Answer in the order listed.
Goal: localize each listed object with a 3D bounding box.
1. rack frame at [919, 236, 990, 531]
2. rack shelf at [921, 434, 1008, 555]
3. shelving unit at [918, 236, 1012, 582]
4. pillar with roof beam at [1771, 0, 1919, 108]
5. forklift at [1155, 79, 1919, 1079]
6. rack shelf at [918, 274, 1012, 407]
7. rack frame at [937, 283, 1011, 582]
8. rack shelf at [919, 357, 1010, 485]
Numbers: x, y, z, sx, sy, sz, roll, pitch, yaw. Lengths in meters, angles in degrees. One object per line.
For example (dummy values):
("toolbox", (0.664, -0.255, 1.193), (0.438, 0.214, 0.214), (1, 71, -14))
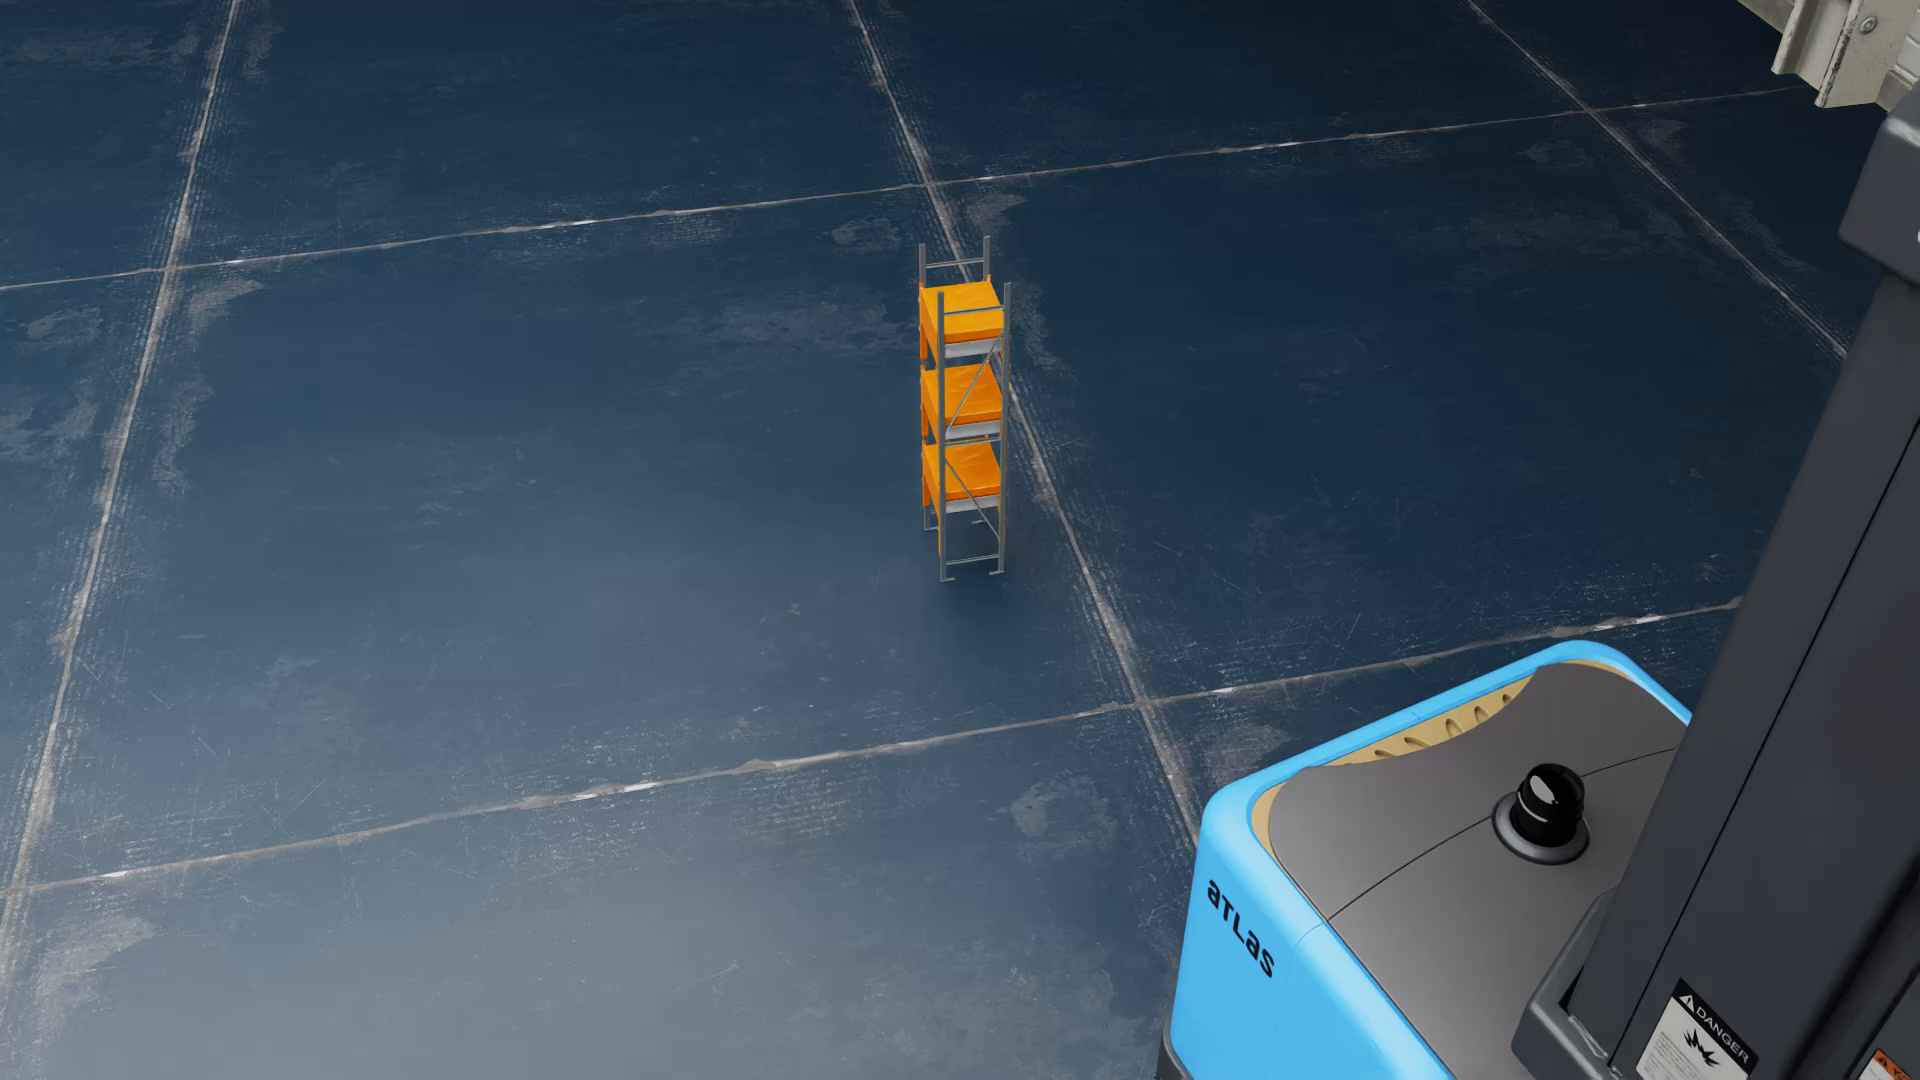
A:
("rack frame", (-0.015, -0.437, 4.951), (0.200, 1.050, 0.008), (-8, 42, -9))
("rack shelf", (0.012, -0.142, 5.054), (0.215, 0.259, 0.240), (-8, 42, -9))
("shelving unit", (0.012, -0.358, 4.862), (0.215, 1.050, 0.252), (-8, 42, -9))
("pillar with roof beam", (-0.254, -4.826, 3.908), (9.100, 9.000, 0.400), (-8, 42, -9))
("forklift", (1.560, 0.907, 2.020), (1.130, 2.935, 3.031), (-19, 45, -20))
("rack shelf", (0.012, -0.562, 4.681), (0.215, 0.259, 0.240), (-8, 42, -9))
("rack frame", (0.038, -0.279, 4.773), (0.200, 1.050, 0.008), (-8, 42, -9))
("rack shelf", (0.012, -0.350, 4.869), (0.215, 0.259, 0.240), (-8, 42, -9))
